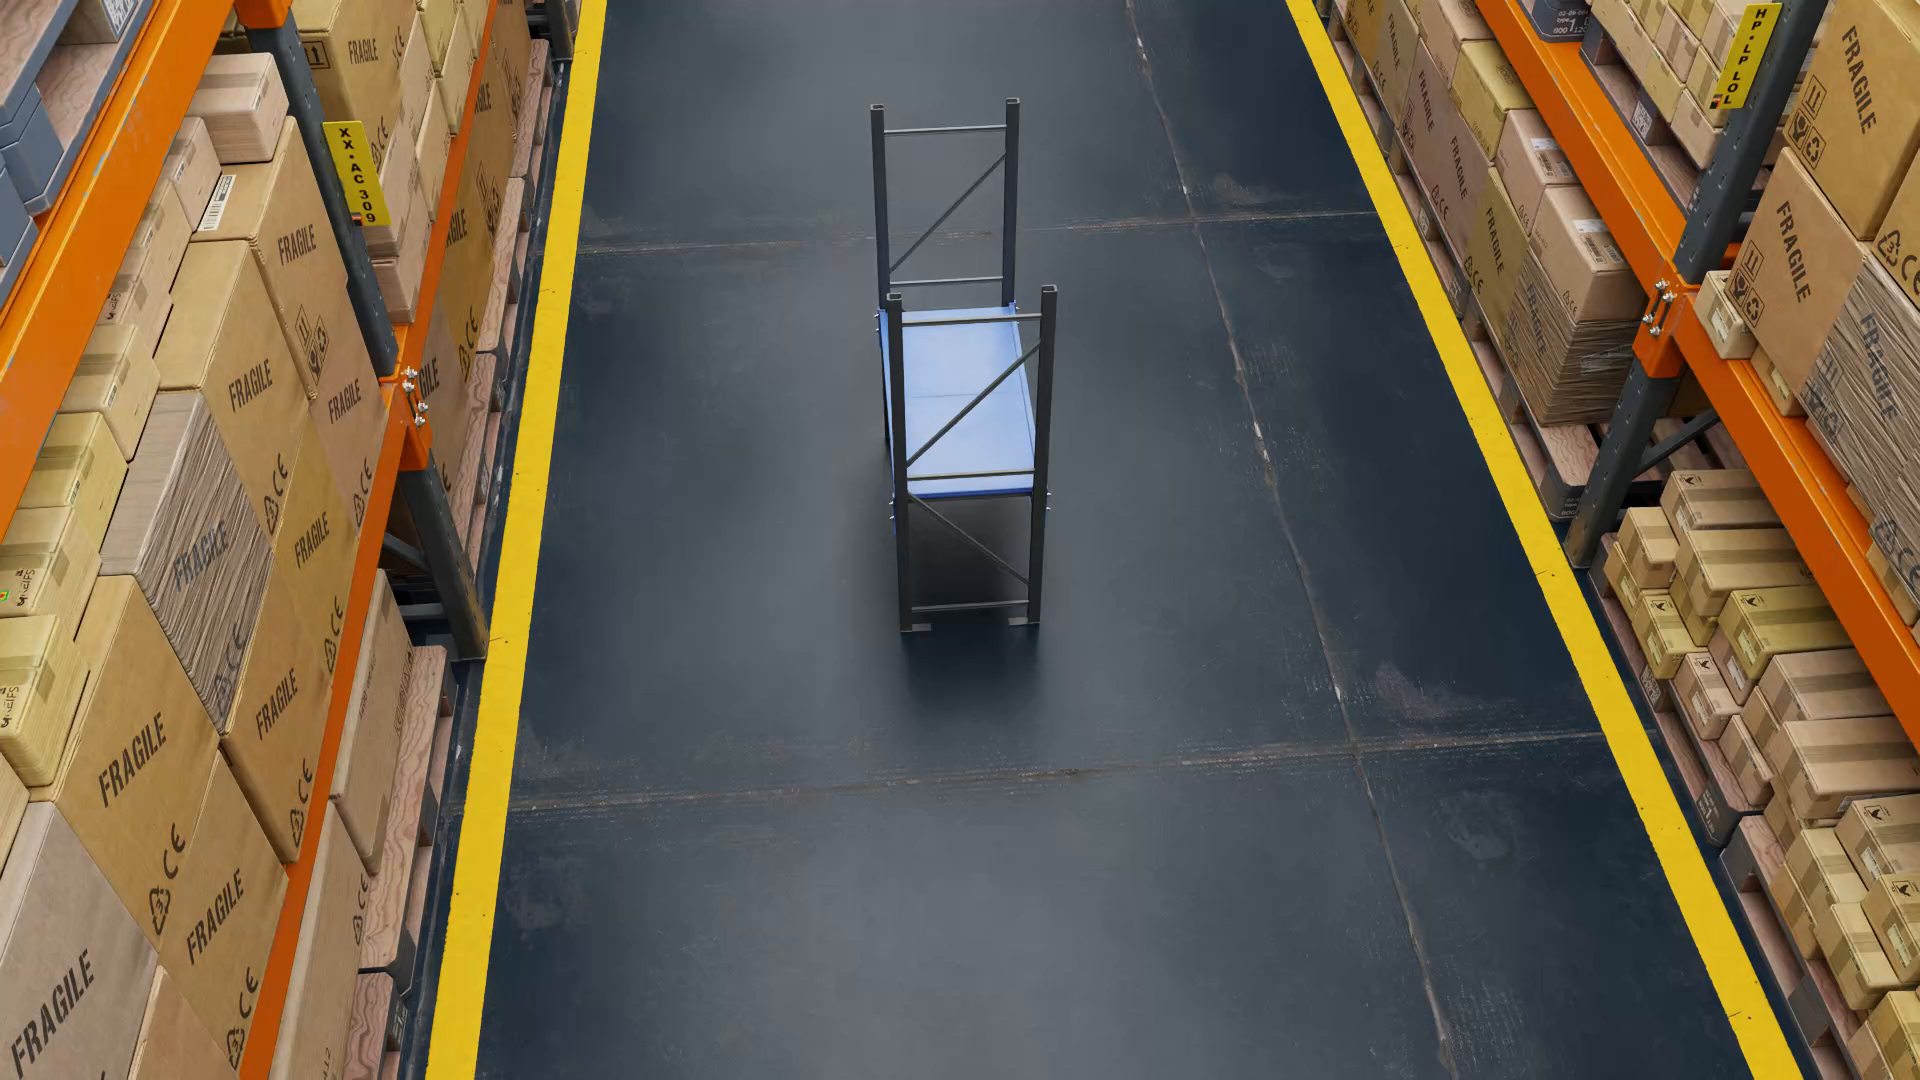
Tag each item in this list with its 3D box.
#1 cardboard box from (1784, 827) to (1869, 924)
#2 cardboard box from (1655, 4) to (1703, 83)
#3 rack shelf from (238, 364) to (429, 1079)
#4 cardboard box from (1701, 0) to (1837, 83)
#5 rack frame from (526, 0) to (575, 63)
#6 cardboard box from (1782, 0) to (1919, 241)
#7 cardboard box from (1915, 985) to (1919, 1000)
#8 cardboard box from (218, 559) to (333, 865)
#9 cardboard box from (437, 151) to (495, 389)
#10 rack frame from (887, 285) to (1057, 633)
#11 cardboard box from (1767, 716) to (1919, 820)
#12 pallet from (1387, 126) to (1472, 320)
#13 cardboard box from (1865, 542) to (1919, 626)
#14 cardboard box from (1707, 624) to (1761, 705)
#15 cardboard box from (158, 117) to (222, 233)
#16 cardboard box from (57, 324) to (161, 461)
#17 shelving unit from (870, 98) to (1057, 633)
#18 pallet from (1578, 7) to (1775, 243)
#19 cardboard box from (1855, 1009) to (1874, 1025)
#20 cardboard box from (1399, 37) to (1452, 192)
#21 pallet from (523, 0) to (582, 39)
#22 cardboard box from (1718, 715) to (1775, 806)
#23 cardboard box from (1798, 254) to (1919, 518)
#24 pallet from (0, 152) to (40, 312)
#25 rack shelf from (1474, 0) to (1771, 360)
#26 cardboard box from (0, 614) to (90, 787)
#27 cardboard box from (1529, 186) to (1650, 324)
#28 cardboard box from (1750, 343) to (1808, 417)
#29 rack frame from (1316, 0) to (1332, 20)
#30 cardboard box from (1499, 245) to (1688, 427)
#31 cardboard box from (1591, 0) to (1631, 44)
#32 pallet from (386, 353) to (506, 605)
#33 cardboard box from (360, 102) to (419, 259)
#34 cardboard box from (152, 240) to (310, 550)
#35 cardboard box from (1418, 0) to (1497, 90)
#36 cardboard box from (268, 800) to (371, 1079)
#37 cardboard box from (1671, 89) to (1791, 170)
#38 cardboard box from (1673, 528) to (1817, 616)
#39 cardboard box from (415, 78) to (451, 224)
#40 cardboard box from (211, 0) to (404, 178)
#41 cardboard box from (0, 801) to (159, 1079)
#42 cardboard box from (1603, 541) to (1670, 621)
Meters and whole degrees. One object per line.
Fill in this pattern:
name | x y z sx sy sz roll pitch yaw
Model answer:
cardboard box | 2.612 0.956 4.748 0.380 0.149 0.250 -4 47 -4
cardboard box | 2.503 -1.620 5.398 0.380 0.149 0.250 -3 47 -3
rack shelf | -2.001 1.075 3.662 1.077 0.370 4.000 -3 47 -3
cardboard box | 2.528 -1.535 5.112 0.380 0.149 0.250 -2 47 -1
rack frame | -2.503 -3.514 7.512 1.000 3.000 0.127 -3 47 -3
cardboard box | 2.551 -1.133 4.294 0.500 0.500 0.500 -2 47 -2
cardboard box | 2.734 1.220 4.293 0.380 0.149 0.250 -5 47 -5
cardboard box | -1.769 0.401 3.736 0.500 0.500 0.500 -4 47 -4
cardboard box | -2.383 -1.130 6.429 0.875 0.875 0.875 -2 47 -2
rack frame | 0.035 -0.210 5.416 0.500 1.500 0.032 -3 47 -3
cardboard box | 2.597 0.659 4.825 0.380 0.149 0.250 -3 47 -2
pallet | 2.584 -1.483 7.509 1.003 0.211 1.213 -3 47 -3
cardboard box | 2.597 0.073 4.288 0.380 0.149 0.250 -3 47 -3
cardboard box | 2.635 0.373 5.300 0.380 0.149 0.250 -4 47 -4
cardboard box | -1.911 -0.820 3.756 0.380 0.149 0.250 -2 47 -2
cardboard box | -1.804 -0.278 3.243 0.380 0.149 0.250 -4 47 -4
shelving unit | -0.007 -0.577 5.764 0.538 1.500 1.048 -3 47 -3
pallet | 2.837 -1.489 5.727 1.003 0.211 1.213 -3 47 -3
cardboard box | 2.714 1.247 4.677 0.380 0.149 0.250 -2 47 -2
cardboard box | 2.320 -1.911 7.426 0.500 0.500 0.500 -5 47 -4
pallet | -2.567 -3.120 9.060 1.003 0.211 1.213 -3 47 -3
cardboard box | 2.632 0.675 5.219 0.380 0.149 0.250 -4 47 -4
cardboard box | 2.595 -0.399 4.288 0.500 0.500 0.500 -3 47 -3
pallet | -2.011 -0.147 2.319 1.003 0.211 1.213 -3 47 -3
rack shelf | 2.589 -2.193 6.757 1.077 0.370 4.000 -3 47 -3
cardboard box | -1.675 0.275 2.719 0.380 0.149 0.250 -5 47 -4
cardboard box | 2.442 -1.060 6.104 0.500 0.250 0.500 -5 47 -4
cardboard box | 2.550 -0.500 4.831 0.380 0.149 0.250 -2 47 -2
rack frame | 2.421 -3.888 7.866 1.000 3.000 0.127 -3 47 -3
cardboard box | 2.443 -0.799 6.373 0.500 0.500 0.500 -4 47 -4
cardboard box | 2.464 -1.877 5.845 0.380 0.149 0.250 -6 47 -5
pallet | -2.308 -0.214 6.308 1.003 0.211 1.213 -3 47 -3
cardboard box | -1.924 -1.075 4.962 0.500 0.250 0.500 -5 47 -4
cardboard box | -1.819 -0.306 3.716 0.500 0.500 0.500 -4 47 -4
cardboard box | 2.309 -2.191 7.175 0.500 0.250 0.500 -3 47 -3
cardboard box | -2.147 1.226 4.499 0.875 0.438 0.875 -5 47 -4
cardboard box | 2.526 -1.327 5.324 0.380 0.149 0.250 -4 47 -4
cardboard box | 2.543 0.102 5.352 0.380 0.149 0.250 -1 47 -1
cardboard box | -1.987 -1.277 5.496 0.500 0.250 0.500 -5 47 -4
cardboard box | -1.918 -1.334 4.690 0.500 0.500 0.500 -3 47 -3
cardboard box | -1.691 0.786 2.682 0.500 0.500 0.500 -4 47 -4
cardboard box | 2.467 0.125 5.740 0.380 0.149 0.250 -5 47 -5
